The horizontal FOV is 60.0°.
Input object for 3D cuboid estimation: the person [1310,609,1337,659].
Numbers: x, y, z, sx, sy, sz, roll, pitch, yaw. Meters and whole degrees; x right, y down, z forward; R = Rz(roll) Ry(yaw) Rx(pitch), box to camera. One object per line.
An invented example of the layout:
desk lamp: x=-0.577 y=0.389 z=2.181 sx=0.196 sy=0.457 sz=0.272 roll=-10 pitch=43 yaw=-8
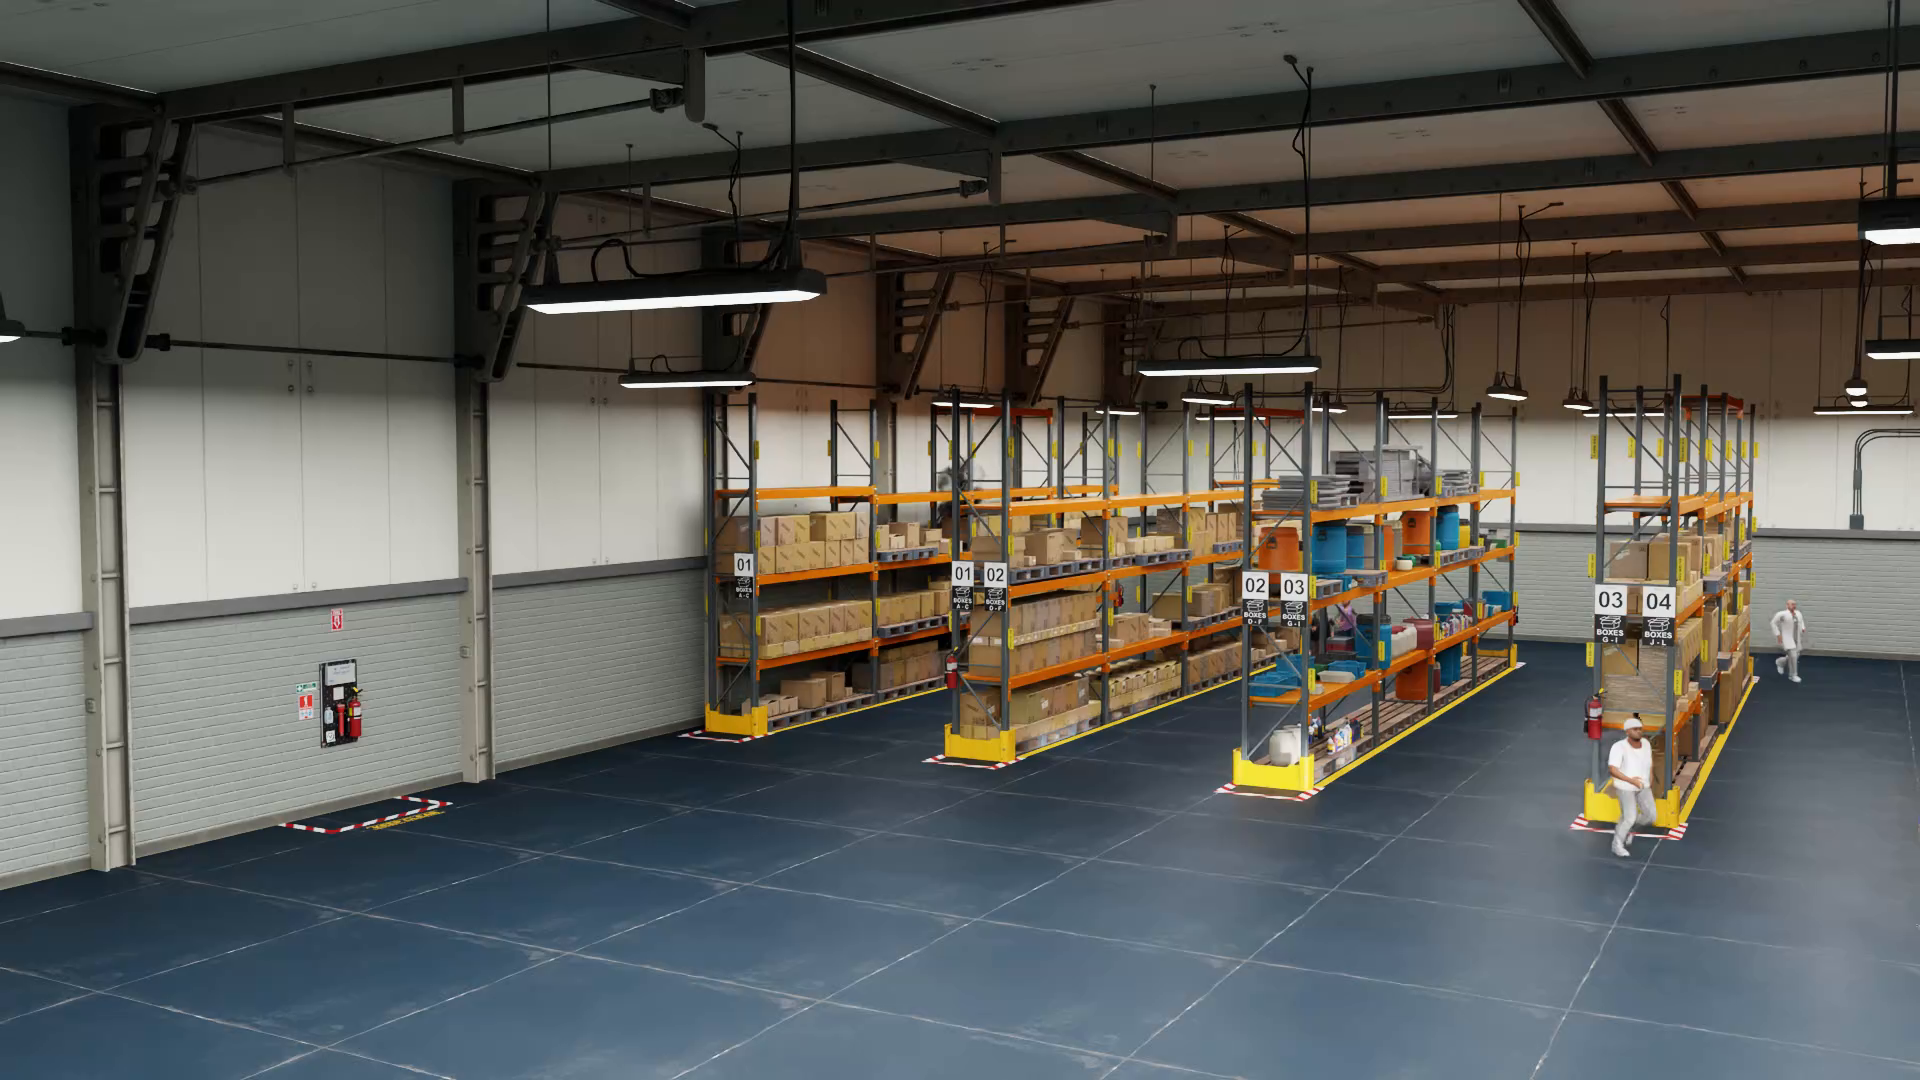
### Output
person: x=7.743 y=2.196 z=35.766 sx=0.662 sy=1.699 sz=0.960 roll=1 pitch=3 yaw=18

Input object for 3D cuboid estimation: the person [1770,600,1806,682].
person: x=18.094 y=2.179 z=36.286 sx=0.753 sy=1.771 sz=0.846 roll=-1 pitch=3 yaw=-14

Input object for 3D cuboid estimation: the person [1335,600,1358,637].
person: x=9.179 y=2.112 z=39.439 sx=0.572 sy=1.546 sz=0.598 roll=1 pitch=3 yaw=14

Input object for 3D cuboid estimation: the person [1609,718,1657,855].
person: x=8.297 y=3.037 z=20.399 sx=0.739 sy=1.717 sz=0.654 roll=-1 pitch=3 yaw=-16
